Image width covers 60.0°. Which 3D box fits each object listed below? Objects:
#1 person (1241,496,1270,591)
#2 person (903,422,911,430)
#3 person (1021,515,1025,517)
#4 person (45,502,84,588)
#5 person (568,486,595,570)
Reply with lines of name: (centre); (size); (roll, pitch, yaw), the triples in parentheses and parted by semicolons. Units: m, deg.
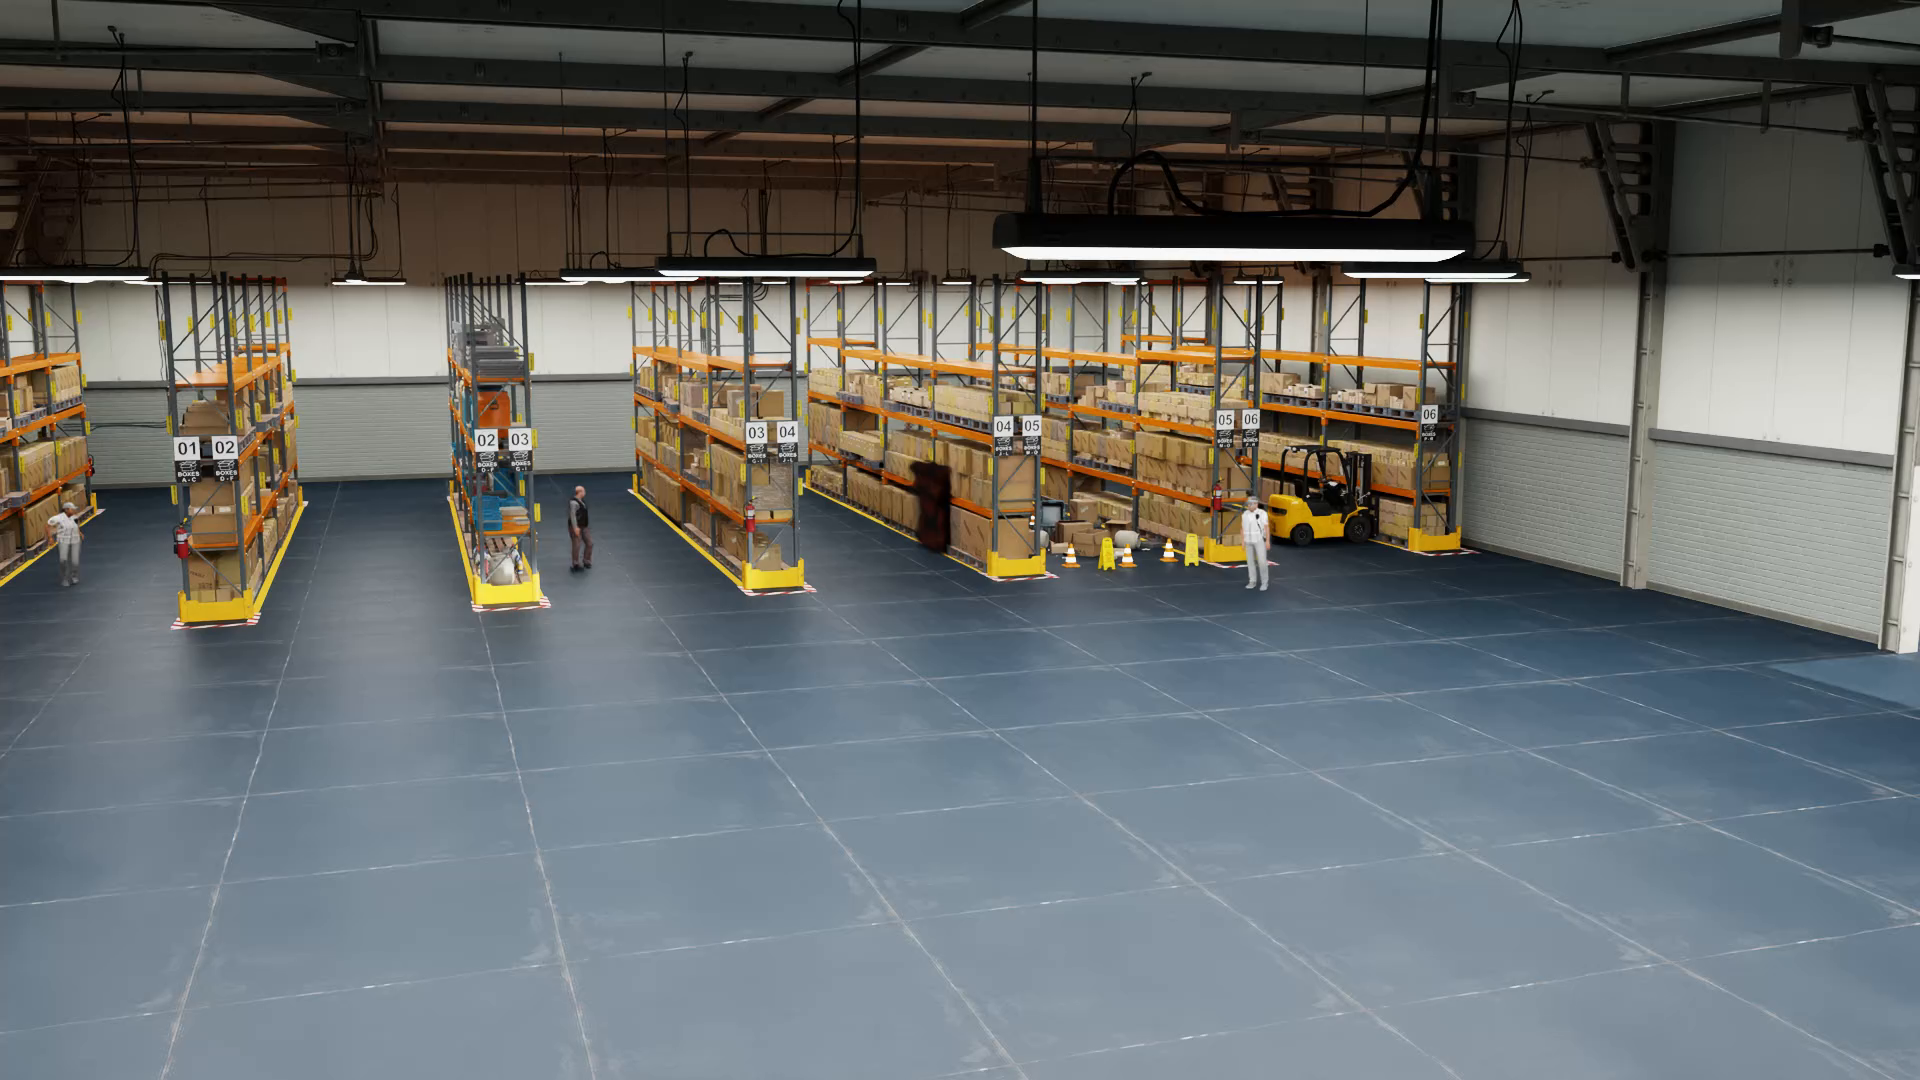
person: (5.666, 0.057, 31.961); (0.630, 1.793, 0.440); (6, 10, 33)
person: (-1.635, -2.886, 51.892); (0.672, 1.597, 0.394); (-7, 11, -37)
person: (1.401, -1.382, 41.127); (0.517, 1.727, 0.630); (-3, 9, -17)
person: (-17.326, 0.091, 32.199); (0.643, 1.645, 0.639); (-5, 10, -31)
person: (-7.831, -0.219, 34.095); (0.529, 1.777, 0.530); (6, 10, 35)
